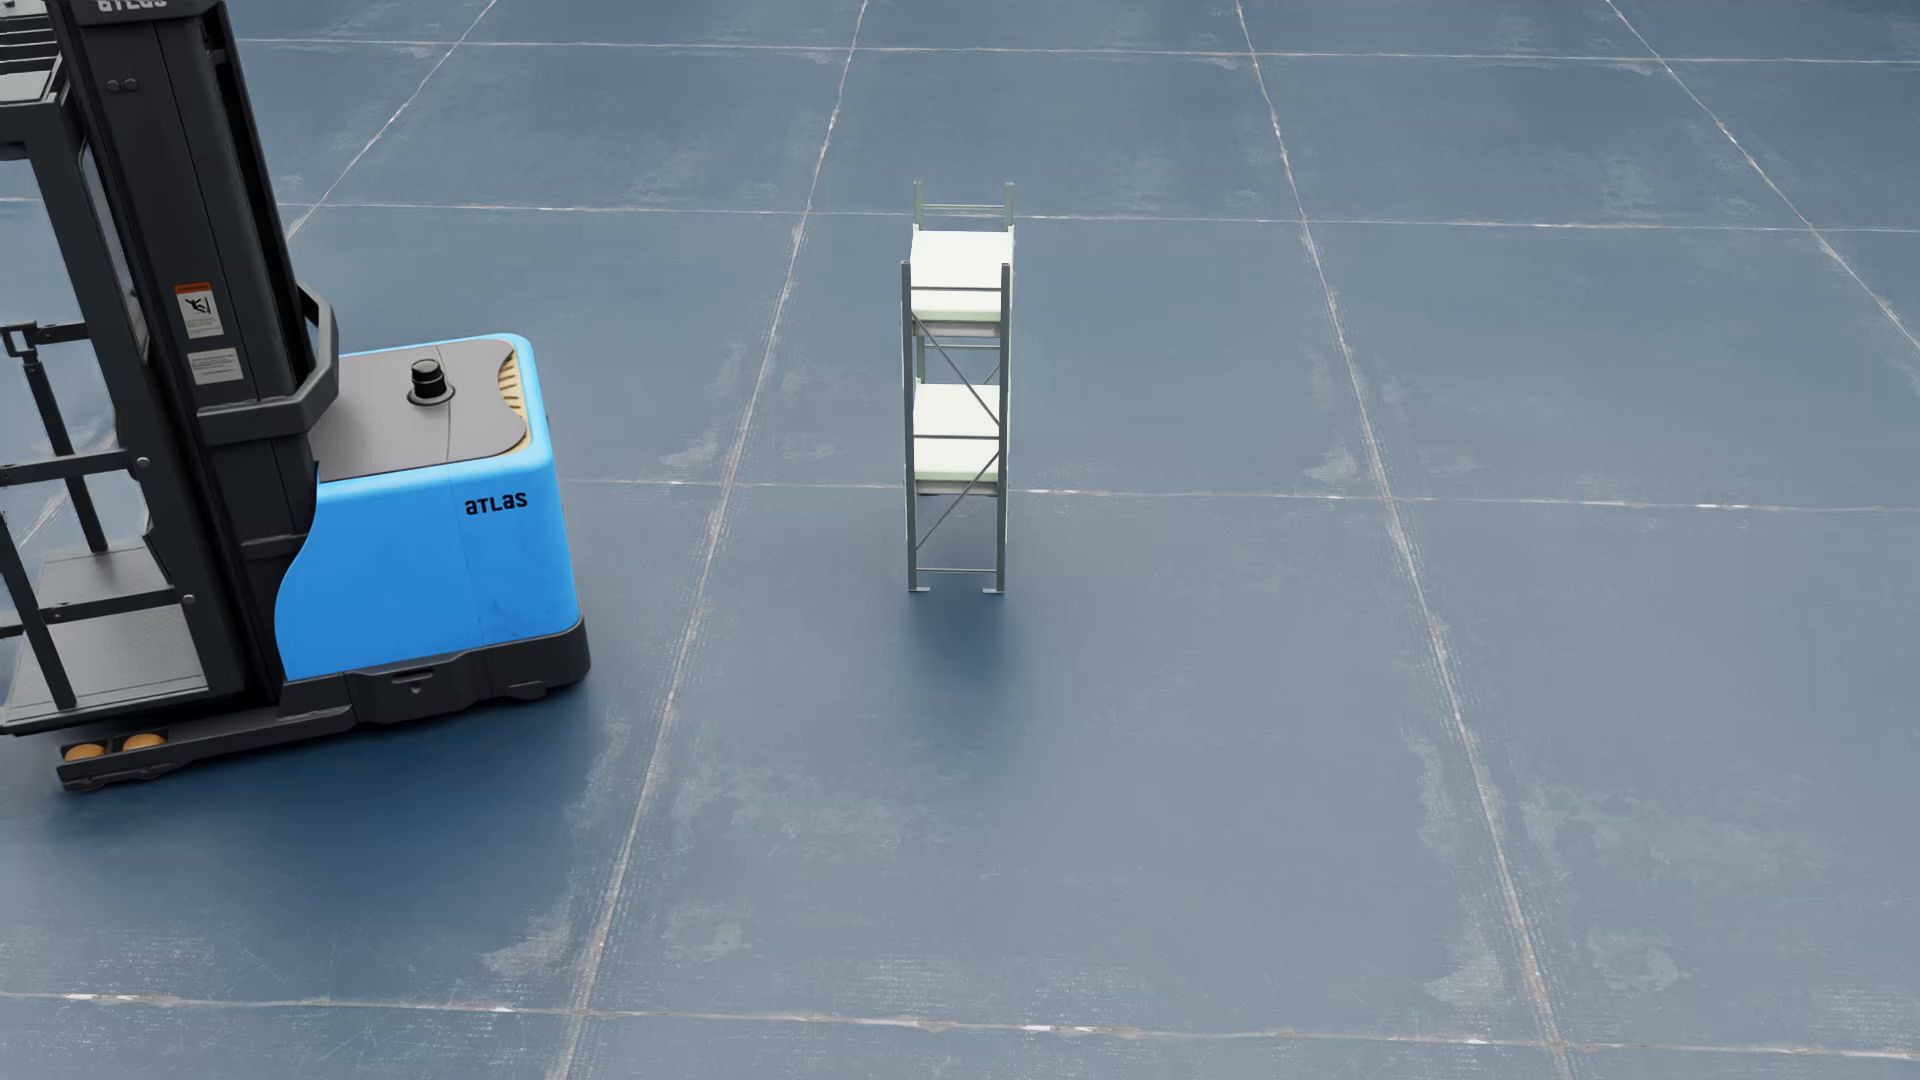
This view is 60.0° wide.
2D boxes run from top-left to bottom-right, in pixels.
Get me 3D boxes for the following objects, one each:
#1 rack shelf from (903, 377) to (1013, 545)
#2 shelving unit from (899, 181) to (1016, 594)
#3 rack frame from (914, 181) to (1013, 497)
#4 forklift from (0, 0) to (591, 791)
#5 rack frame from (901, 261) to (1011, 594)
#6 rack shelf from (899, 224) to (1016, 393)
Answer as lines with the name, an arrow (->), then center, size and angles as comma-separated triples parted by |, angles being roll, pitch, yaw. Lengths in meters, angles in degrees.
rack shelf -> 0.000, -0.343, 7.001 | 0.431, 0.370, 0.720 | 1, 35, 2
shelving unit -> 0.000, -0.610, 6.813 | 0.431, 1.500, 0.755 | 1, 35, 2
rack frame -> 0.014, -0.820, 7.113 | 0.400, 1.500, 0.023 | 1, 35, 2
forklift -> -3.002, -0.641, 5.613 | 3.031, 2.935, 1.130 | -10, 36, -14
rack frame -> -0.015, -0.399, 6.514 | 0.400, 1.500, 0.023 | 1, 35, 2
rack shelf -> 0.000, -0.929, 6.589 | 0.431, 0.370, 0.720 | 1, 35, 2
